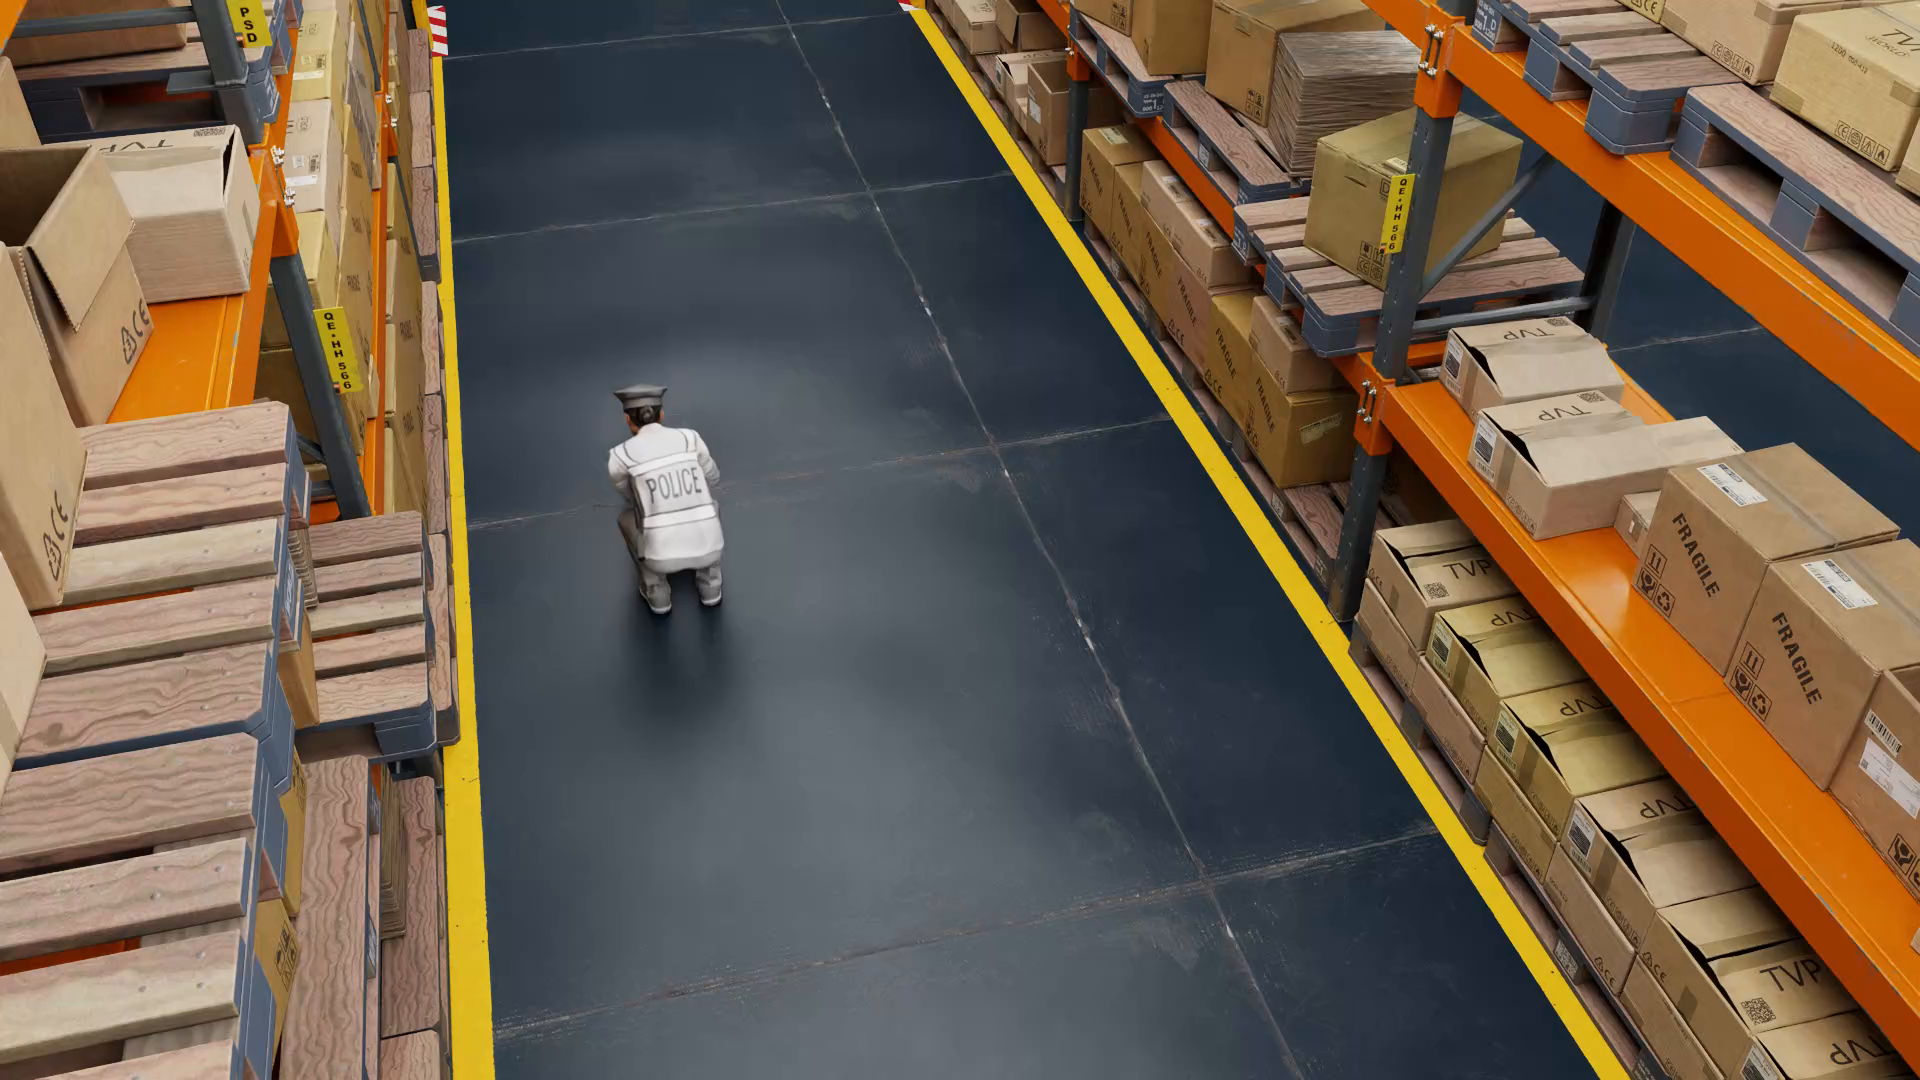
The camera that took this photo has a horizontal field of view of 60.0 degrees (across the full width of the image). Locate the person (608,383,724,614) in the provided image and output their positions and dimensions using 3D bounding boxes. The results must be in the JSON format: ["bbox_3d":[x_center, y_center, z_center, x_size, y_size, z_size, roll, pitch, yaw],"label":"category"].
[{"bbox_3d":[-1.320,-0.210,7.553,0.500,0.964,0.824,-10,39,-12],"label":"person"}]
